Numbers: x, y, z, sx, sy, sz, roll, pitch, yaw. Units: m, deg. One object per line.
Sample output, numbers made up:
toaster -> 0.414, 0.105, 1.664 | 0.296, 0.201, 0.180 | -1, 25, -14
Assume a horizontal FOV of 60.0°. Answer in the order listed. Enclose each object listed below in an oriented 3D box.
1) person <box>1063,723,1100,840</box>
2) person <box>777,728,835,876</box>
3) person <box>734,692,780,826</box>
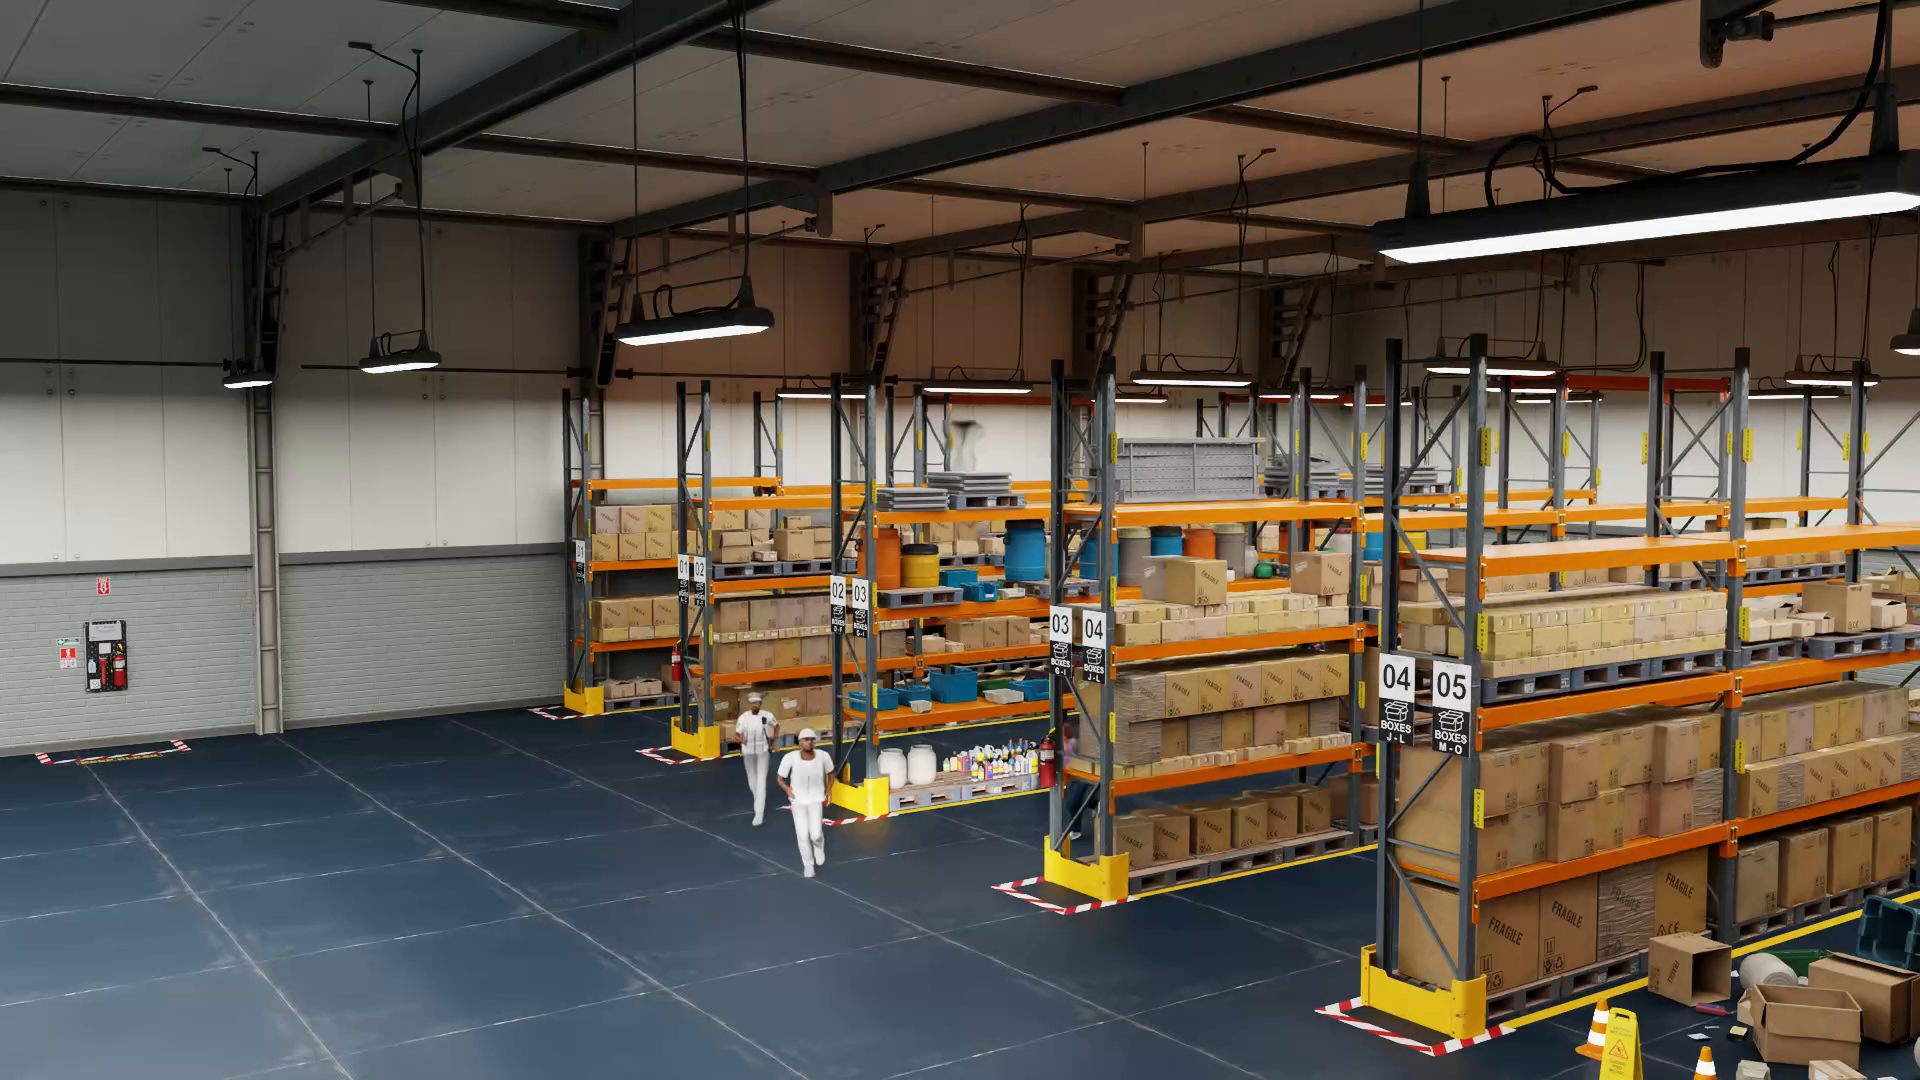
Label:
person -> 1.519, 3.079, 21.180 | 0.688, 1.505, 0.533 | -3, 5, -36
person -> -1.792, 3.056, 19.421 | 0.683, 1.733, 0.606 | -1, 4, -8
person -> -2.723, 2.875, 22.257 | 0.583, 1.717, 0.910 | 0, 4, 2
